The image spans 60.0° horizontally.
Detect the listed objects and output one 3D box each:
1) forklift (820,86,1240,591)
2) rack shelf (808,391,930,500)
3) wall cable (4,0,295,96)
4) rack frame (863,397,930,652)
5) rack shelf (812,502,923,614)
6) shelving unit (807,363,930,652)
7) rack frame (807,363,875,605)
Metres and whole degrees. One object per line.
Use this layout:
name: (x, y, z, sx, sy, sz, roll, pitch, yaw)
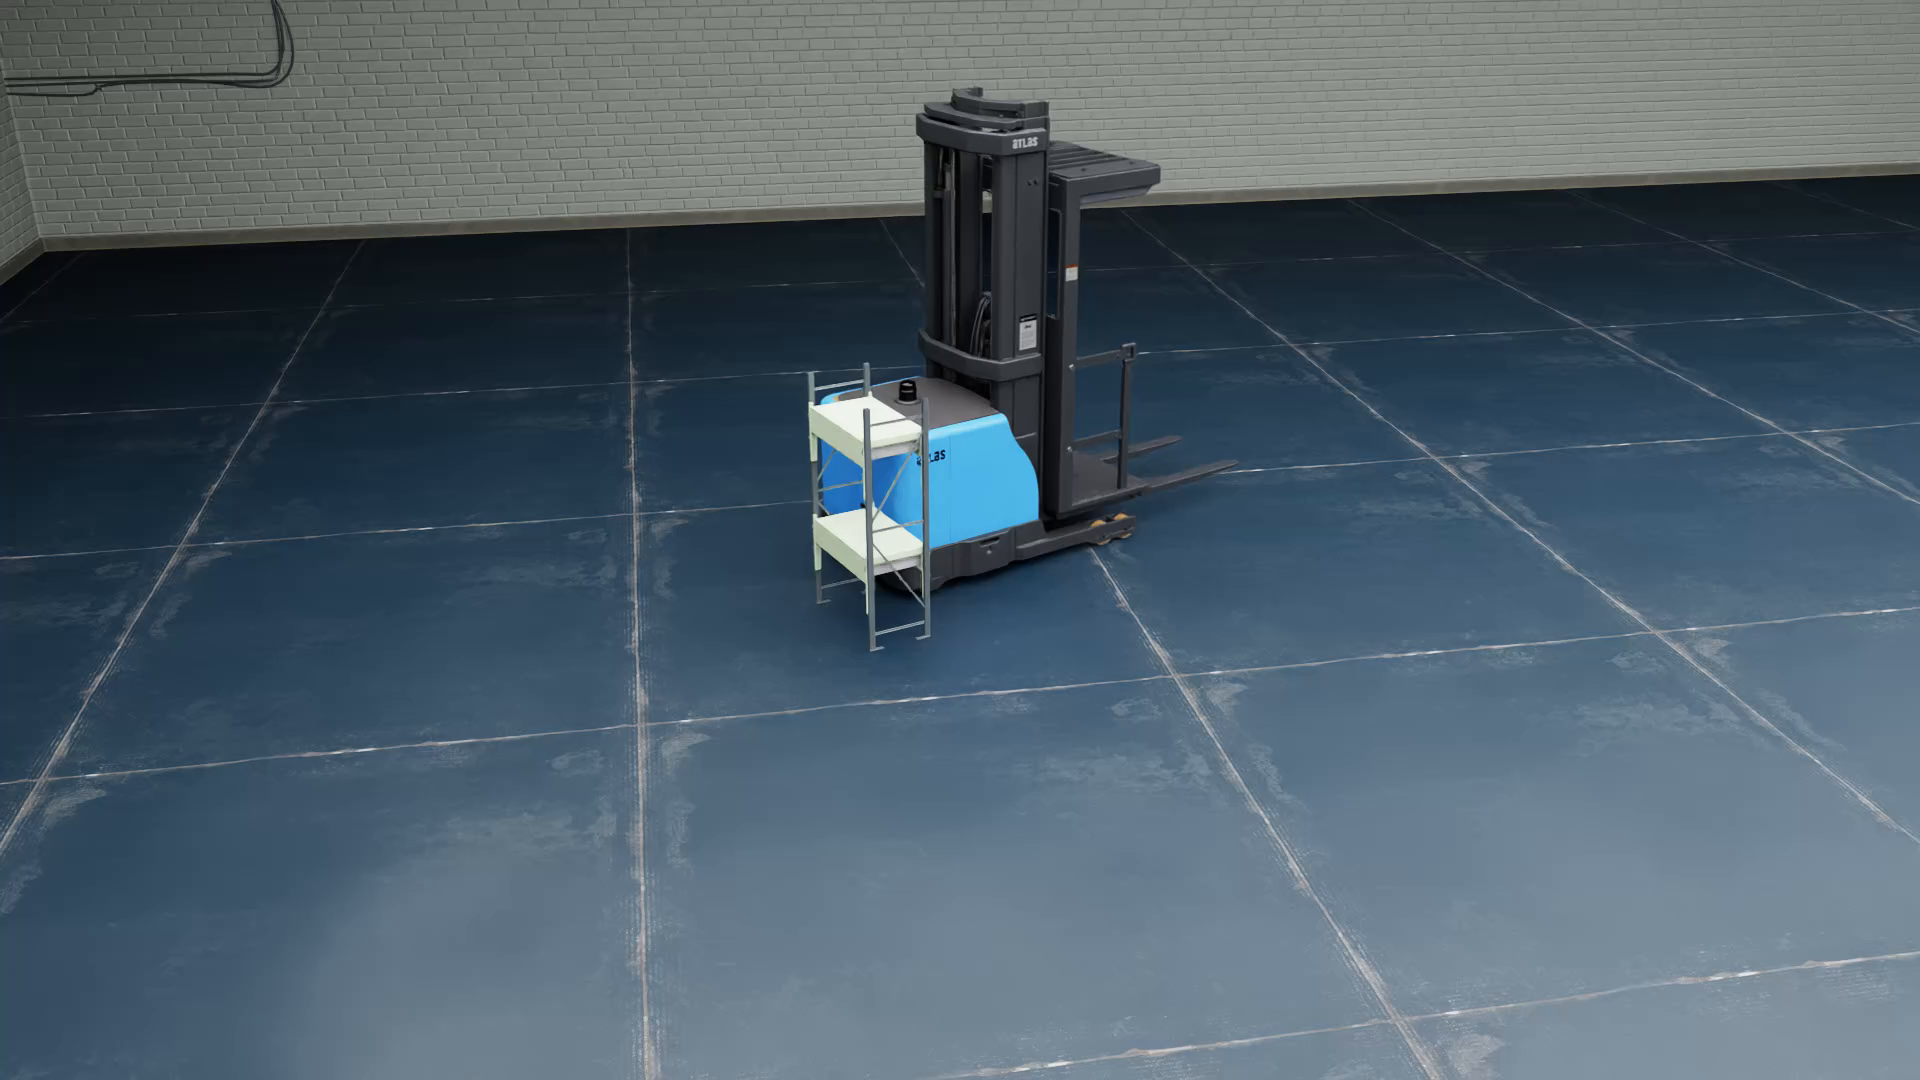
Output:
forklift: (0.587, -1.465, 10.942, 3.031, 2.935, 1.130, -16, 28, -32)
rack shelf: (-0.537, -0.558, 9.680, 0.431, 0.370, 0.720, -13, 27, -27)
wall cable: (-8.846, -6.032, 17.697, 3.097, 2.526, 0.112, -4, 24, -10)
rack frame: (-0.356, -0.073, 9.544, 0.400, 1.500, 0.023, -13, 27, -27)
rack shelf: (-0.537, 0.098, 9.966, 0.431, 0.370, 0.720, -13, 27, -27)
shelving unit: (-0.537, -0.201, 9.836, 0.431, 1.500, 0.755, -13, 27, -27)
rack frame: (-0.718, -0.328, 10.127, 0.400, 1.500, 0.023, -13, 27, -27)
